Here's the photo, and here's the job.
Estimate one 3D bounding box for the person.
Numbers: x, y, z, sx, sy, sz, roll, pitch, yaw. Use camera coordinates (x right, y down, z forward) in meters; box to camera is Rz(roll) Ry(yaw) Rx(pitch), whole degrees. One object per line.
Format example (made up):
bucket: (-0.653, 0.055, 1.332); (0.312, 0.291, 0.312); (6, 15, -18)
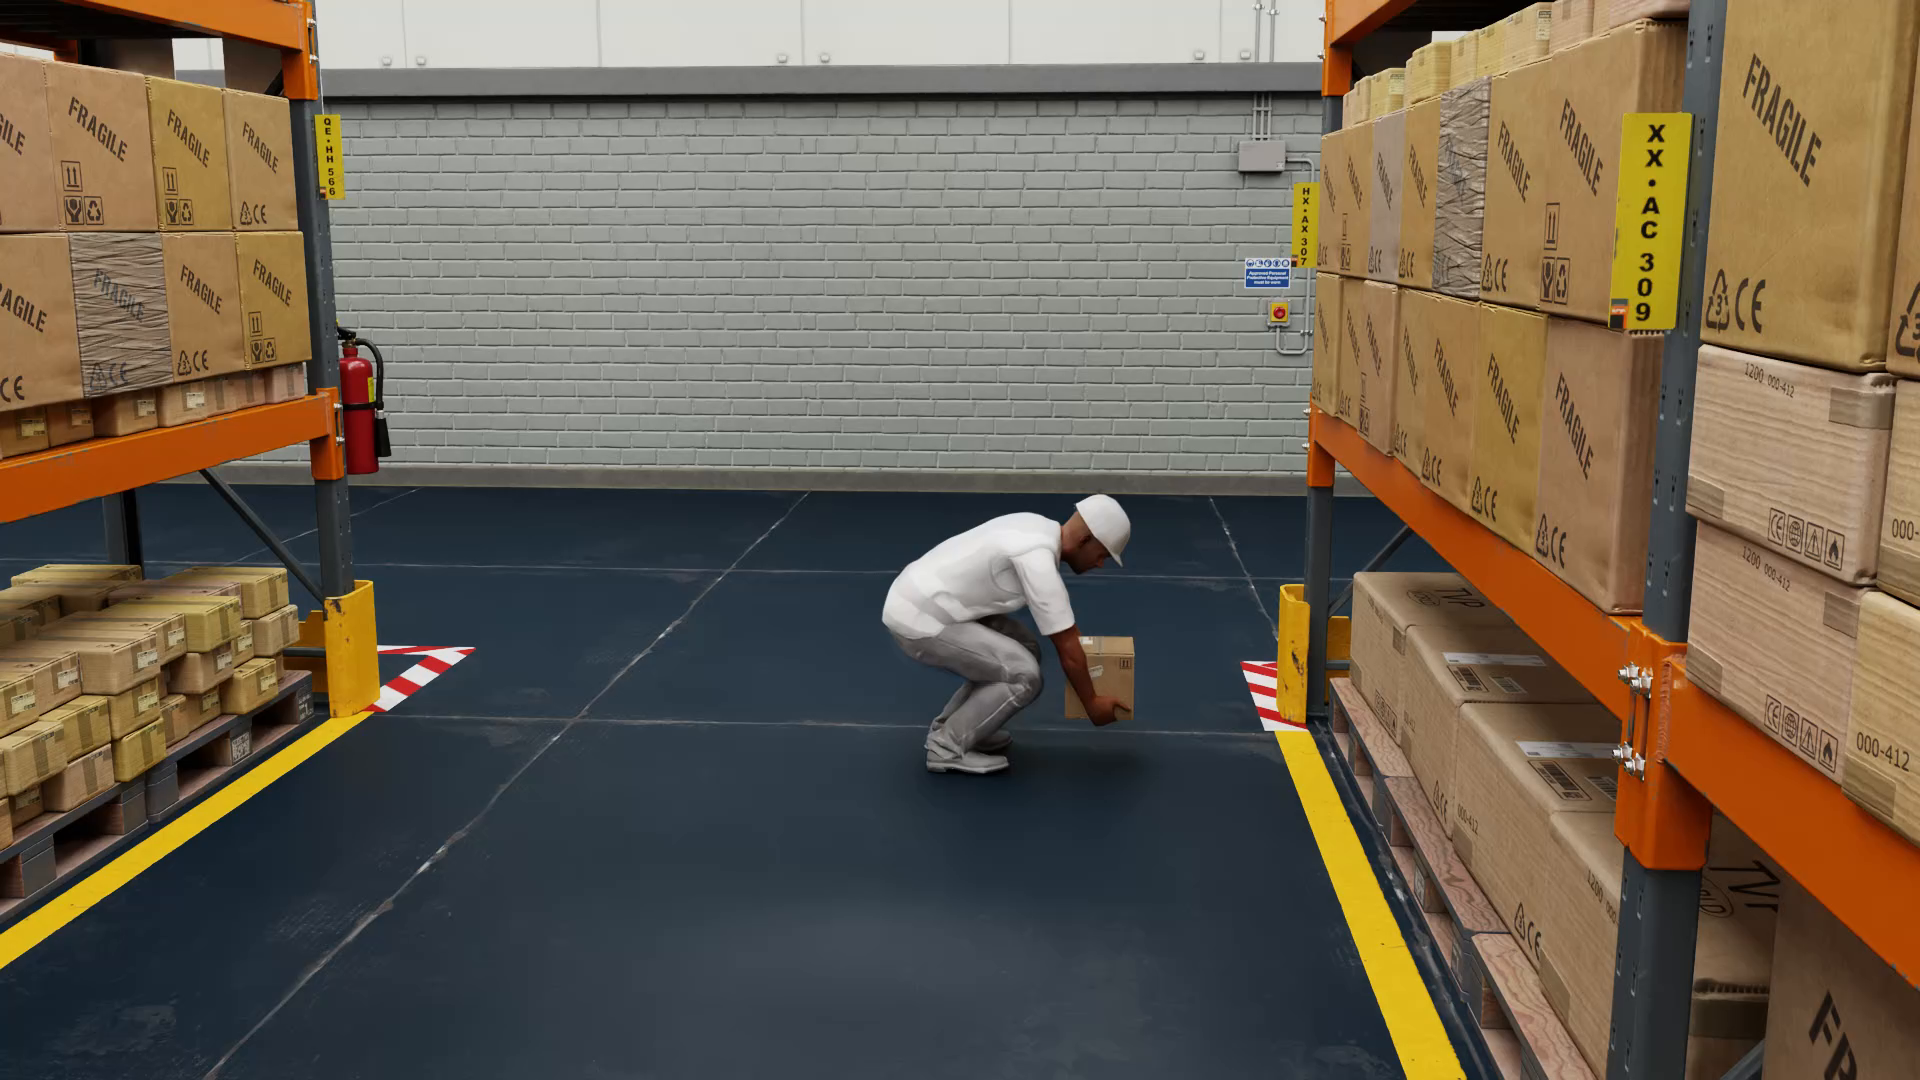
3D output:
person: (0.176, 0.330, 6.178); (0.922, 1.006, 0.534); (0, 11, 2)
